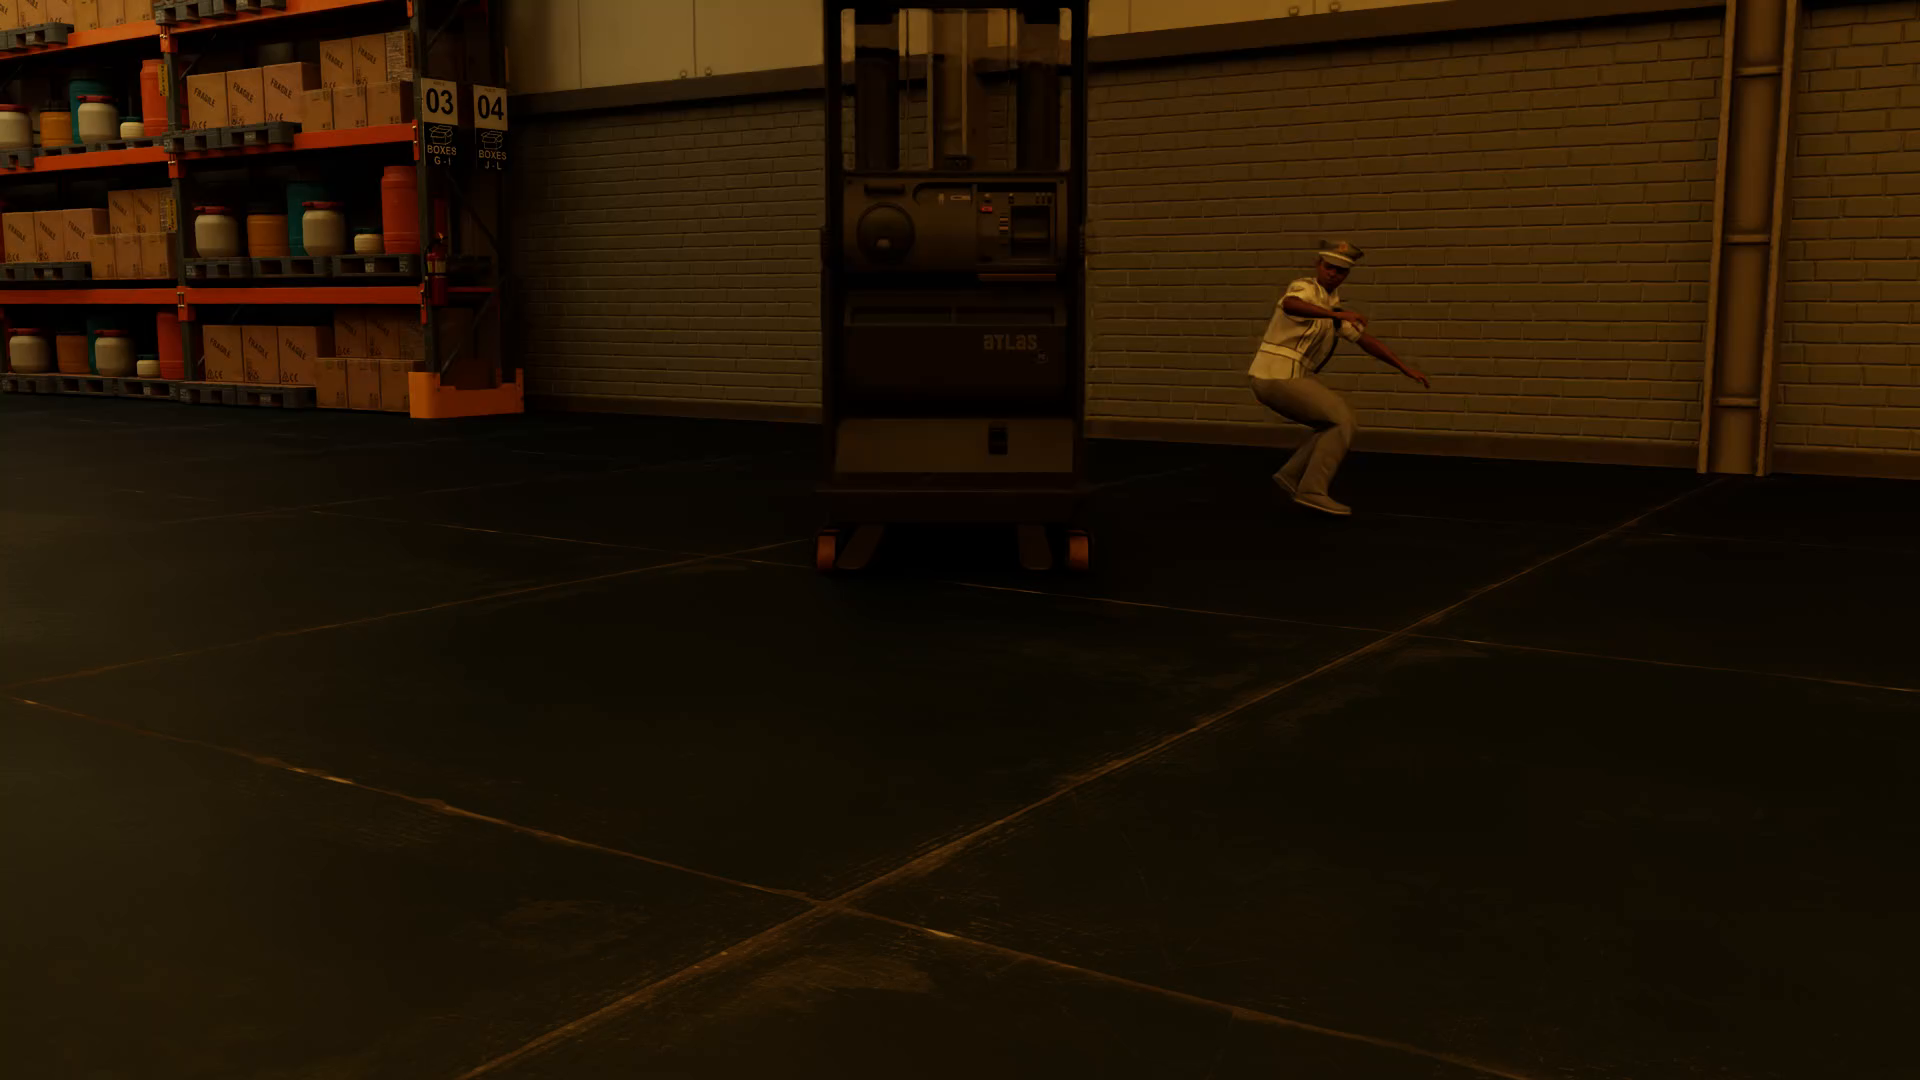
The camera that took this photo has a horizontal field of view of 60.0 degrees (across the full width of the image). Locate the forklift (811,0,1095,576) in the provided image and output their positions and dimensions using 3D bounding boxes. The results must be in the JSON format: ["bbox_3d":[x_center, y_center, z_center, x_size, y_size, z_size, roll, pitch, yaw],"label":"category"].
[{"bbox_3d":[-0.021,-1.351,6.694,1.130,2.935,3.031,0,8,1],"label":"forklift"}]

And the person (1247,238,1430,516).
[{"bbox_3d":[1.913,-0.820,8.475,0.893,1.414,0.716,3,9,20],"label":"person"}]
